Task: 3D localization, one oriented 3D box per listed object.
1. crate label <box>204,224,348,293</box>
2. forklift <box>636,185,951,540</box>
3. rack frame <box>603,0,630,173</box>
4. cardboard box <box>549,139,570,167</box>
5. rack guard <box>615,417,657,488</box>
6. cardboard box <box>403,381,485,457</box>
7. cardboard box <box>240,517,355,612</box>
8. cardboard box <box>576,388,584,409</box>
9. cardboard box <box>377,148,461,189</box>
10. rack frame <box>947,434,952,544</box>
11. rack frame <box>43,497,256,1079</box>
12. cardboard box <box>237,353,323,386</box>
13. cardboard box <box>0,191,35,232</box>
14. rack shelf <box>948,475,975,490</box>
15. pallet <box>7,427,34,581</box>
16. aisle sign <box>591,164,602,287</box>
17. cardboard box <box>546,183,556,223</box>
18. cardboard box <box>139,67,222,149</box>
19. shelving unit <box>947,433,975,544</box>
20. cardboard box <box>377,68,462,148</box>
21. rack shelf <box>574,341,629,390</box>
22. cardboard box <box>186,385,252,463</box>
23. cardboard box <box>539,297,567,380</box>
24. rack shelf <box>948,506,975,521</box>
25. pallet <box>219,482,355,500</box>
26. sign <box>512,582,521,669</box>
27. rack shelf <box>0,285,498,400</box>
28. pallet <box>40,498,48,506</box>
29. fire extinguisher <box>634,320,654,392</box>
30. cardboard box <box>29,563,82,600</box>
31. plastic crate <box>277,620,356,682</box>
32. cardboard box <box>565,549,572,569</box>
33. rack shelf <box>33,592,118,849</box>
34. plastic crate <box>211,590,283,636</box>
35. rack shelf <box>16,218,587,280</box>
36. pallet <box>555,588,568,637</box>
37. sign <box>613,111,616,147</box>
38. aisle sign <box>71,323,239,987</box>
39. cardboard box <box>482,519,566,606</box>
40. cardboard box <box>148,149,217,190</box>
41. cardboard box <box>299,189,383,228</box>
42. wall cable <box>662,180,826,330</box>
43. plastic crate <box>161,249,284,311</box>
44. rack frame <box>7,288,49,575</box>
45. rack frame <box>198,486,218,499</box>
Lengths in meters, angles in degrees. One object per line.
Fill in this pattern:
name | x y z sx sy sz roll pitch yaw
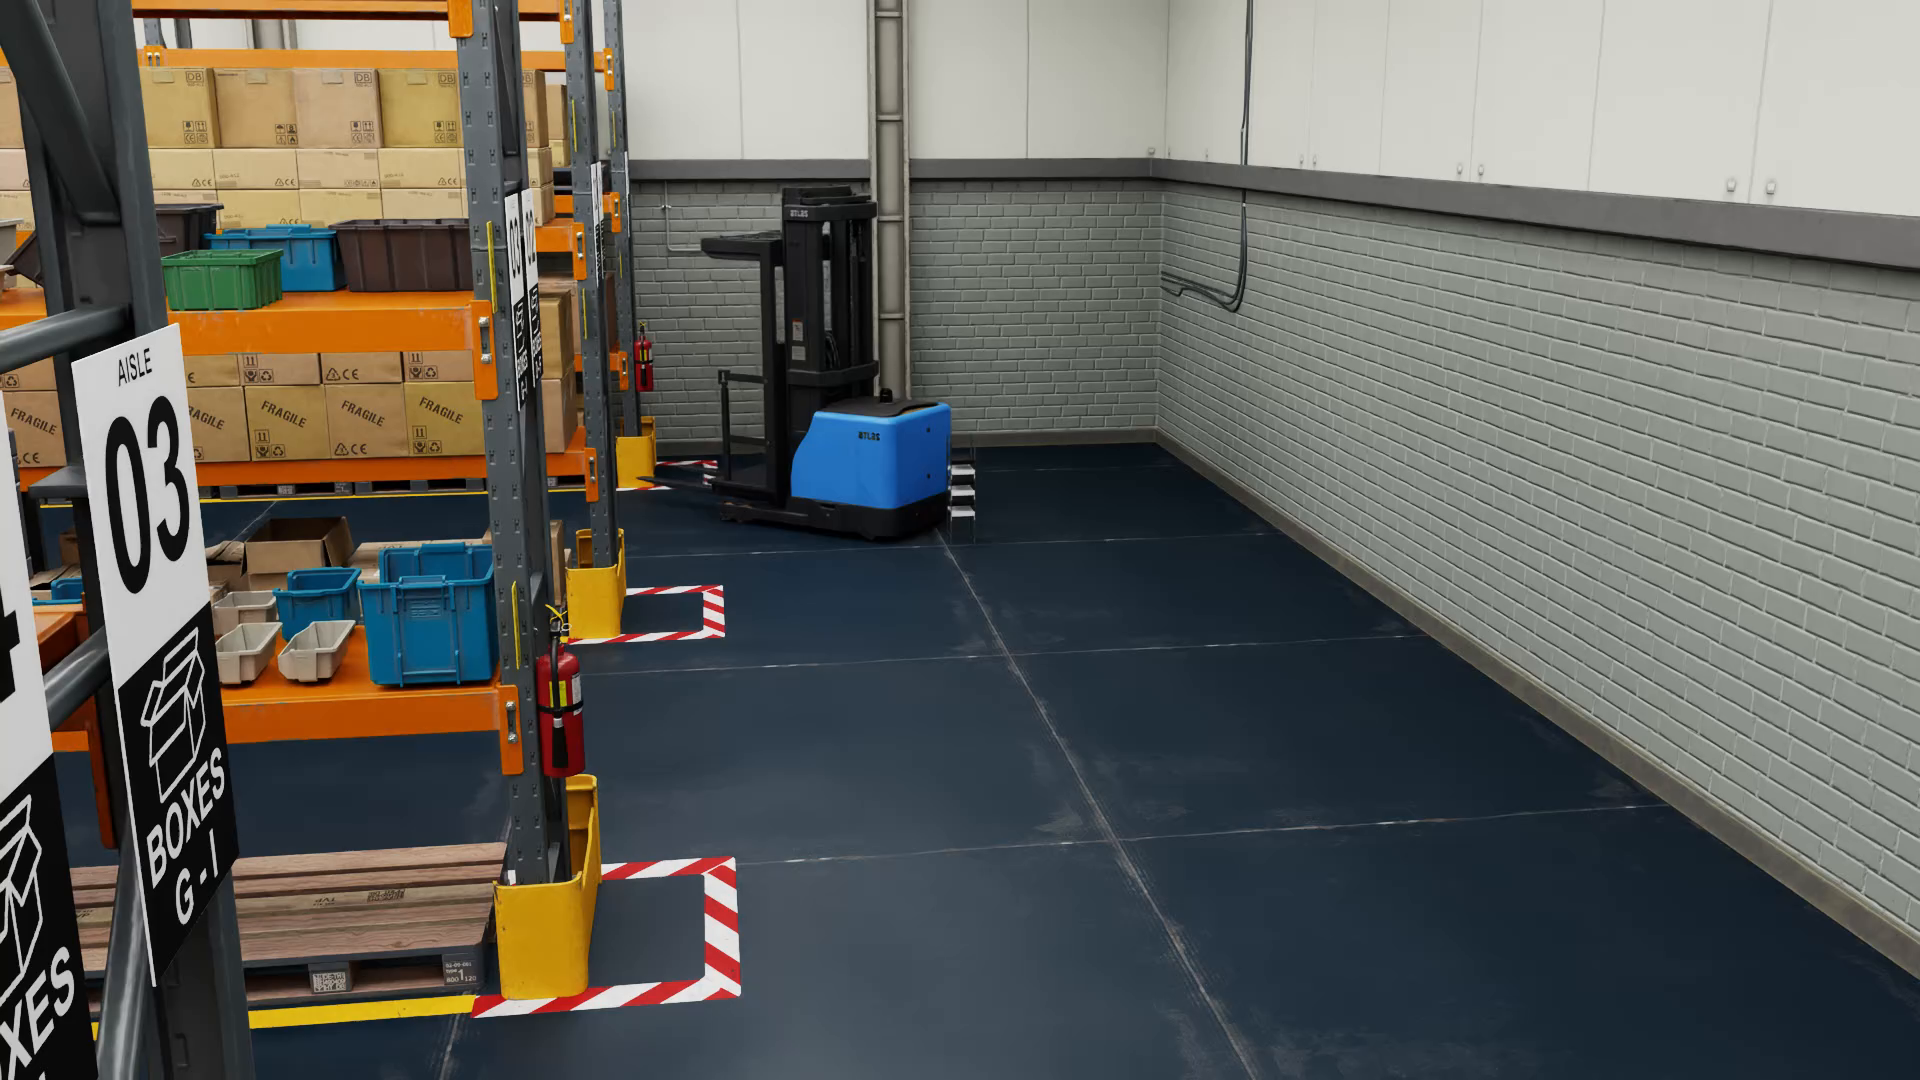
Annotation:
crate label | -2.767 -1.151 6.782 0.502 0.251 0.408 -2 14 -8
forklift | -1.589 -1.668 14.847 3.031 2.935 1.130 8 16 30
rack frame | -3.283 -5.016 15.725 0.127 3.000 1.000 -2 14 -8
cardboard box | -3.967 -3.650 15.685 0.500 0.250 0.500 -2 14 -7
rack guard | -3.259 -0.895 16.762 0.348 0.500 1.175 -2 14 -8
cardboard box | -3.456 -0.862 11.288 0.500 0.500 0.500 -2 14 -8
cardboard box | -4.639 0.158 11.653 0.637 0.503 0.797 -2 14 -8
cardboard box | -3.866 -1.416 16.642 0.250 0.149 0.380 -2 14 -8
cardboard box | -3.505 -2.442 10.905 0.500 0.250 0.500 -2 14 -8
rack frame | -0.093 -0.433 14.099 0.006 0.900 0.240 -2 14 -8
rack frame | -1.069 1.468 2.202 0.127 3.000 1.000 -2 14 -8
cardboard box | -4.459 -1.309 11.015 0.500 0.500 0.500 -2 14 -7
cardboard box | -5.979 -2.110 10.612 0.500 0.250 0.500 -2 14 -8
rack shelf | 0.008 -0.492 14.100 0.200 0.077 0.258 -2 14 -8
pallet | -1.801 0.085 1.731 1.213 0.211 1.003 -2 14 -8
aisle sign | -2.428 -2.105 11.104 0.004 0.787 0.394 -2 14 -8
cardboard box | -3.087 -2.340 11.527 0.500 0.250 0.500 -2 14 -8
cardboard box | -5.012 -2.789 10.749 0.500 0.500 0.700 -2 14 -8
shelving unit | 0.008 -0.437 14.114 0.210 0.900 0.258 -2 14 -8
cardboard box | -3.554 -2.883 11.124 0.500 0.500 0.700 -2 14 -8
rack shelf | -5.260 -1.685 16.253 4.000 0.370 1.077 -2 14 -8
cardboard box | -4.951 -0.808 11.073 0.500 0.500 0.500 -2 14 -9
cardboard box | -2.940 -1.366 11.242 0.500 0.500 0.500 -2 14 -9
rack shelf | 0.008 -0.230 14.165 0.200 0.077 0.258 -2 14 -8
pallet | -6.474 -0.618 16.251 1.213 0.211 1.003 -2 14 -8
sign | -1.709 0.329 6.407 0.005 0.325 0.100 -2 14 -8
rack shelf | -3.784 -0.757 6.386 4.000 0.370 1.077 -2 14 -8
pallet | -9.199 -0.518 15.853 1.213 0.211 1.003 -2 14 -8
fire extinguisher | -3.065 -1.783 16.089 0.183 0.674 0.296 -2 14 -8
cardboard box | -6.049 0.358 11.253 0.500 0.311 0.500 -2 14 -8
plastic crate | -2.586 0.448 6.686 0.243 0.136 0.396 -2 14 -8
cardboard box | -3.006 0.187 12.266 0.250 0.149 0.380 -2 14 -8
rack shelf | -3.047 0.434 1.636 4.000 0.370 1.077 -2 14 -8
plastic crate | -3.100 0.321 7.192 0.298 0.136 0.250 -2 14 -8
rack shelf | -4.519 -1.949 11.138 4.000 0.370 1.077 -2 14 -8
pallet | -3.404 0.470 11.916 1.213 0.211 1.003 -2 14 -8
sign | -3.216 -3.821 15.469 0.005 0.325 0.100 -2 14 -8
aisle sign | -1.042 0.132 2.184 0.004 0.787 0.394 -2 14 -8
cardboard box | -3.042 0.163 11.640 0.500 0.500 0.500 -2 14 -8
cardboard box | -4.988 -2.386 10.686 0.500 0.250 0.500 -2 14 -8
cardboard box | -3.998 -2.178 10.884 0.500 0.250 0.500 -2 14 -8
wall cable | -2.157 -2.873 17.424 1.851 1.984 0.084 -2 14 -8
plastic crate | -2.739 -0.971 6.197 0.336 0.188 0.450 -2 14 -8
rack frame | -6.496 -0.770 11.126 0.127 3.000 1.000 -2 14 -8
rack frame | -7.238 -1.961 15.877 0.127 3.000 1.000 -2 14 -8
